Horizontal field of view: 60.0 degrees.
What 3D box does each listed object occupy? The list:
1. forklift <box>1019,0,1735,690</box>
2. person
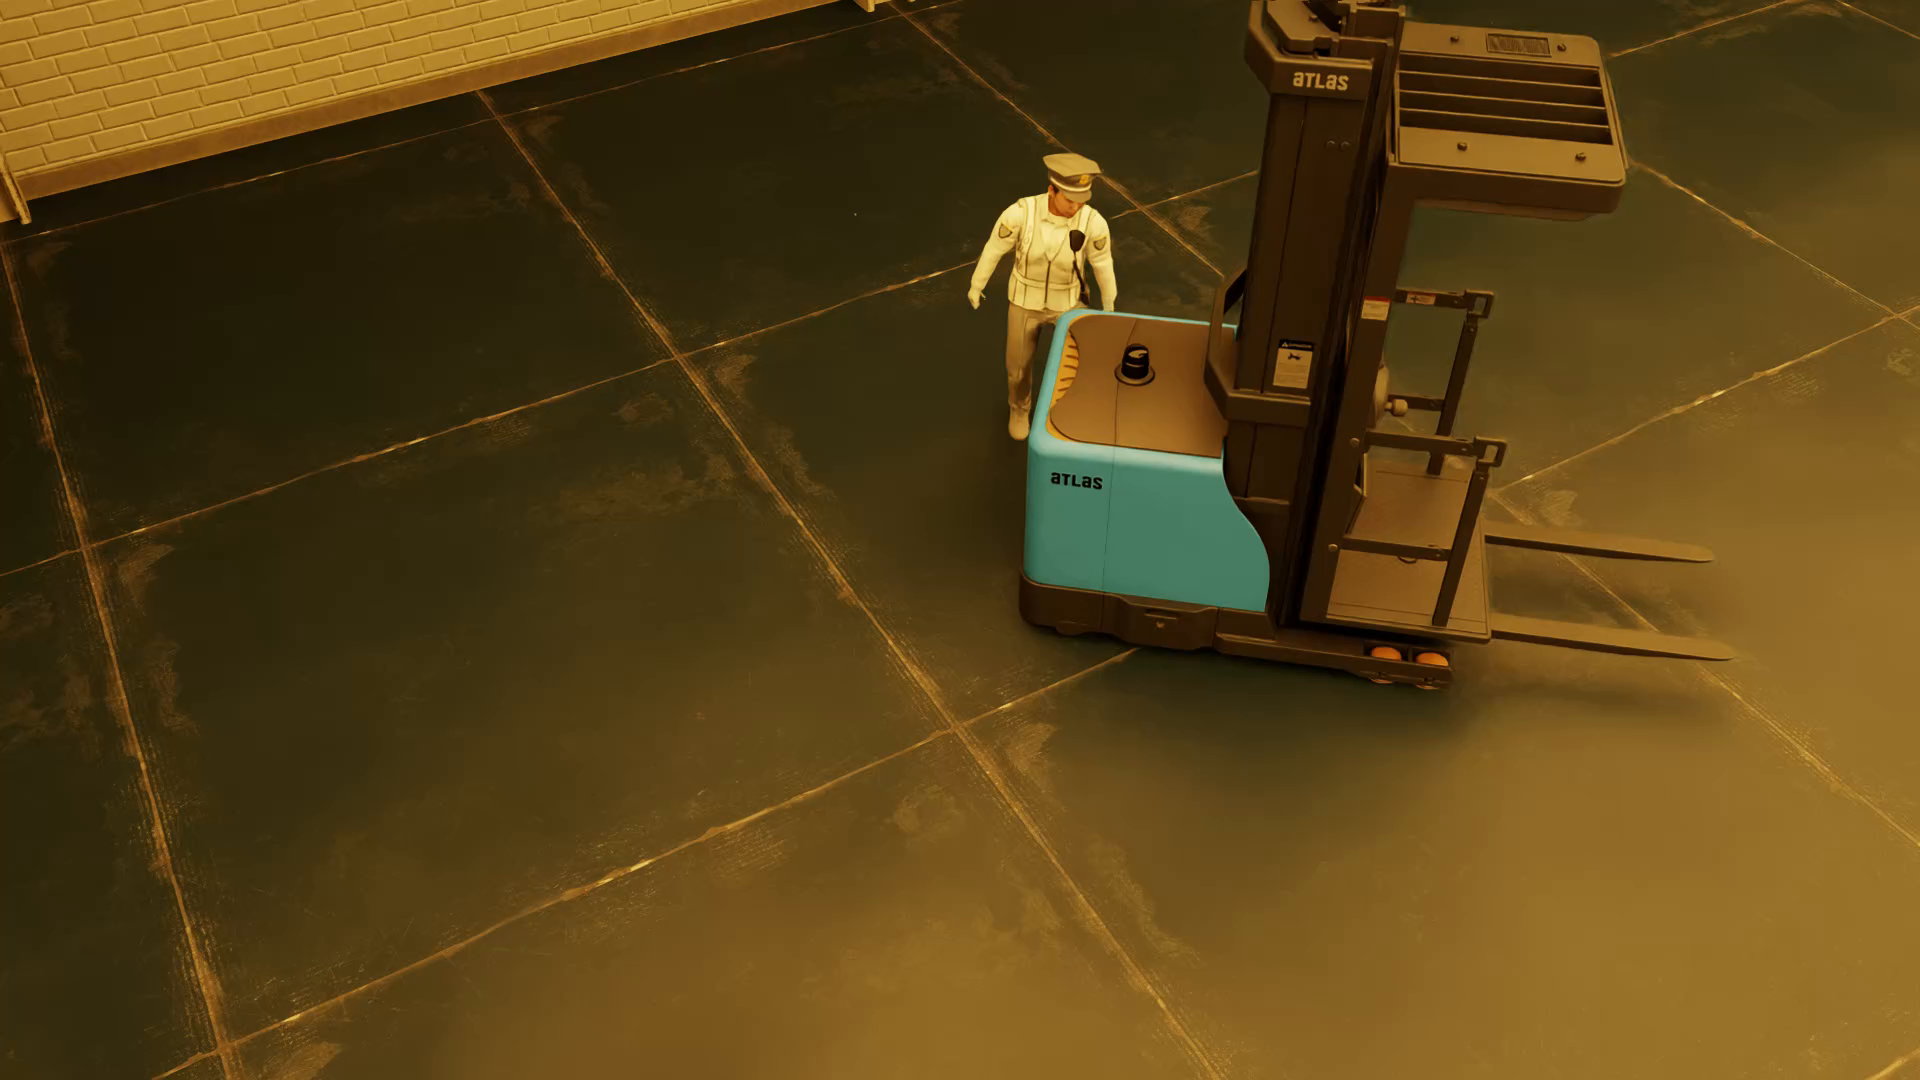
[{"bbox_3d":[1.831,-0.824,6.586,3.031,2.935,1.130,7,43,8],"label":"forklift"},{"bbox_3d":[0.436,-1.122,7.895,0.809,1.642,0.417,4,43,4],"label":"person"}]
